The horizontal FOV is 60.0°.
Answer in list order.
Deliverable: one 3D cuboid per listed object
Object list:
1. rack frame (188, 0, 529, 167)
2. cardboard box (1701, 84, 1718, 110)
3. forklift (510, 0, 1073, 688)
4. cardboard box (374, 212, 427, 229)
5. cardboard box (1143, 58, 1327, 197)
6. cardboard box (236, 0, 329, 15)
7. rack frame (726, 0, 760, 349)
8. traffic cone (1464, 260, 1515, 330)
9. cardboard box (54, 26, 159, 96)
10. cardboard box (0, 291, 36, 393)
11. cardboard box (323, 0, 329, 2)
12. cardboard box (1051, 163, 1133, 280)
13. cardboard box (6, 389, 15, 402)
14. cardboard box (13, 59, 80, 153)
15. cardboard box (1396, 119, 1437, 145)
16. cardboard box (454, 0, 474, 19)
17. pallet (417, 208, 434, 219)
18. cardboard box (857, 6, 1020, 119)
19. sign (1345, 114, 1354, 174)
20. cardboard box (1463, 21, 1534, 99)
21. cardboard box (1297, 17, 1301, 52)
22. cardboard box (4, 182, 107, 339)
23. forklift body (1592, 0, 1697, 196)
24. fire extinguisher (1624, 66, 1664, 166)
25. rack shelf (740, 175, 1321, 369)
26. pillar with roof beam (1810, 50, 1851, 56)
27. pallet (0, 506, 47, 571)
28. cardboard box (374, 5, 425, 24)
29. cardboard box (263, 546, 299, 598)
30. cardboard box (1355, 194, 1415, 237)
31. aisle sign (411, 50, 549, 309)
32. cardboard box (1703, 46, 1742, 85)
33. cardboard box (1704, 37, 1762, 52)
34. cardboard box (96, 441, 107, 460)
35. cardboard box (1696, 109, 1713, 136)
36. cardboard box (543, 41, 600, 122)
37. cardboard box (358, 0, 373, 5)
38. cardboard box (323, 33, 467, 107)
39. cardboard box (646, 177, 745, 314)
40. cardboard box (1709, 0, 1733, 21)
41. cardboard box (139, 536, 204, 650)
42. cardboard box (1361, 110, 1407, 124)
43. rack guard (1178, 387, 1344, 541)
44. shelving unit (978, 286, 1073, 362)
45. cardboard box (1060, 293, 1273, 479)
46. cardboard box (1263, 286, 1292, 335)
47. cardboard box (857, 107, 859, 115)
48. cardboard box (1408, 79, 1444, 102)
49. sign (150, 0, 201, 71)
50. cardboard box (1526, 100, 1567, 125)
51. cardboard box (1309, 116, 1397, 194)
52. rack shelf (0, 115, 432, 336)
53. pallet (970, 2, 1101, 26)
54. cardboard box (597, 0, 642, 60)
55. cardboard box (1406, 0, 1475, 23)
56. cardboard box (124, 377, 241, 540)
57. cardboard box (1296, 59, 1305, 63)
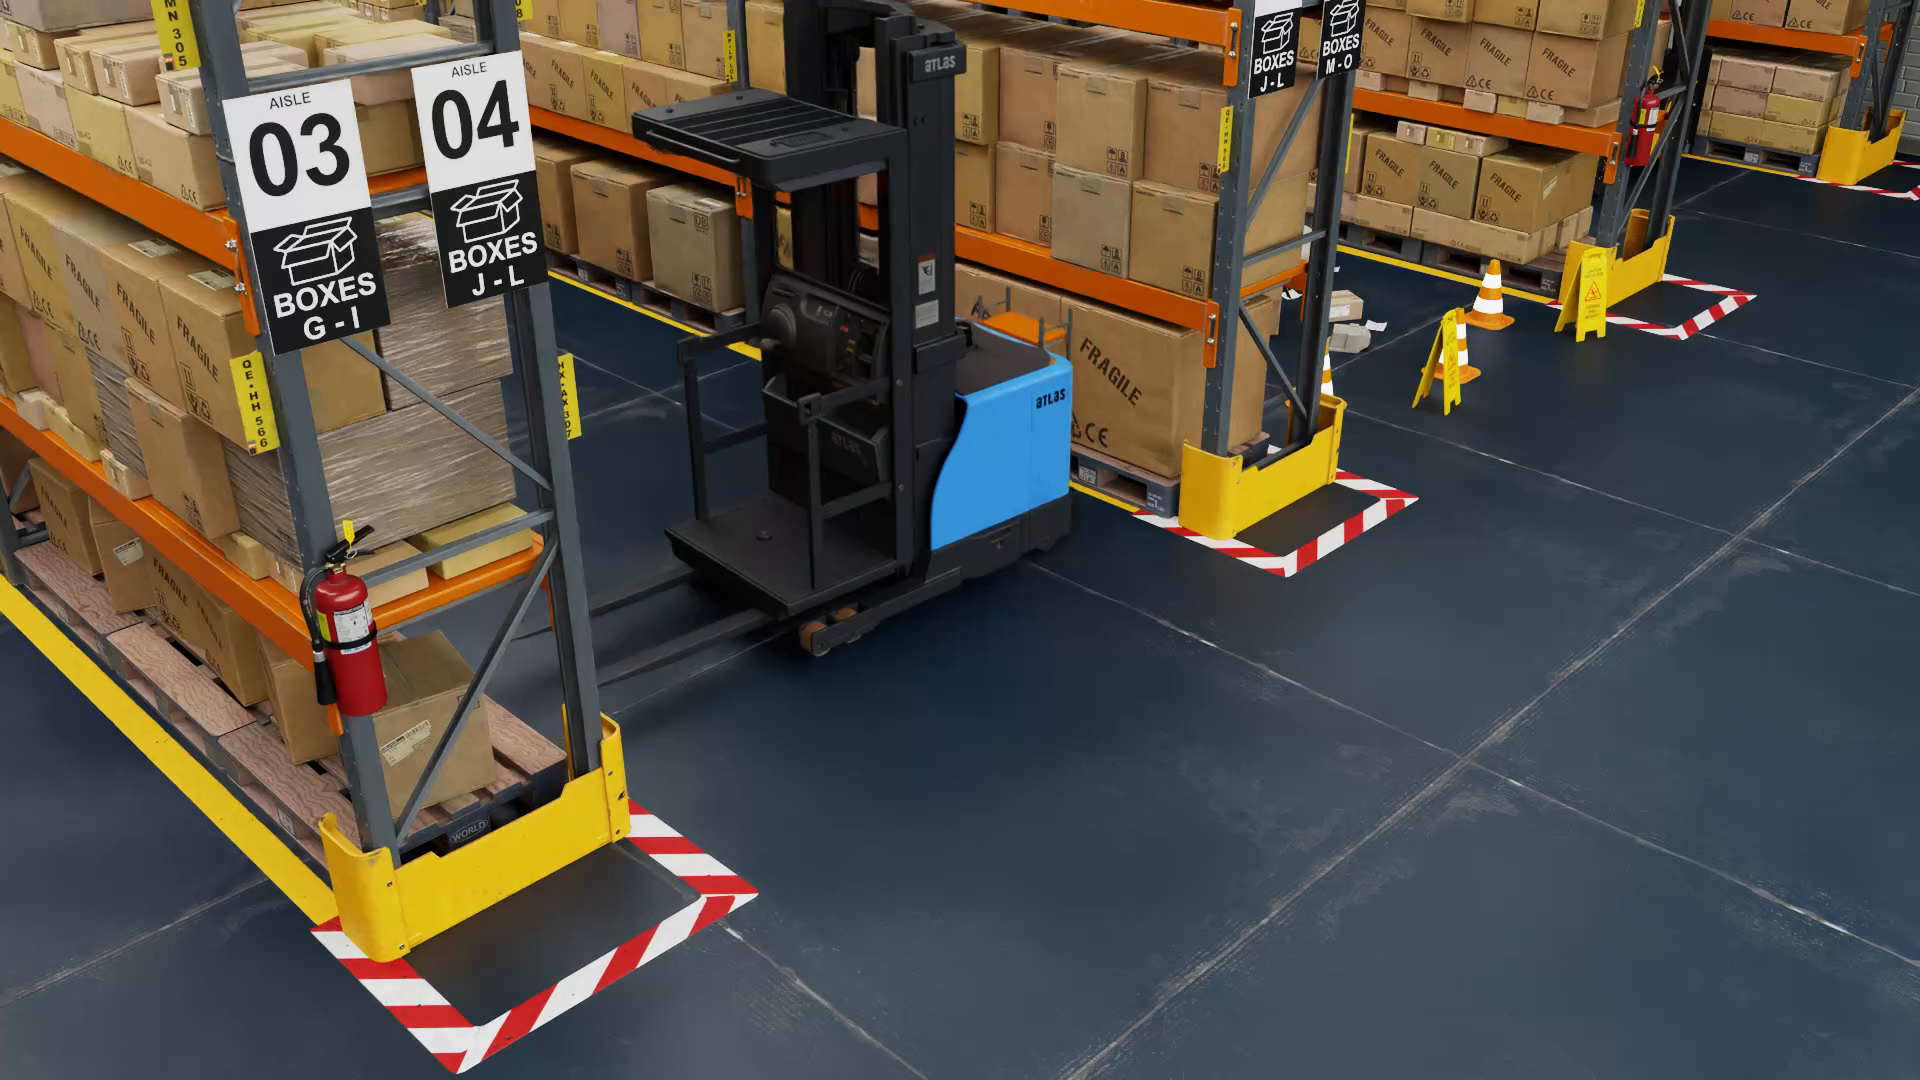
[{"bbox_3d":[-1.826,-2.610,4.545,0.127,3.000,1.000,25,36,38],"label":"rack frame"},{"bbox_3d":[7.300,-4.466,16.487,0.500,0.250,0.500,24,36,37],"label":"cardboard box"},{"bbox_3d":[-0.821,-1.002,8.006,3.031,2.935,1.130,-23,35,-36],"label":"forklift"},{"bbox_3d":[-2.379,-1.009,6.444,0.500,0.500,0.500,25,36,38],"label":"cardboard box"},{"bbox_3d":[1.486,-2.246,8.978,0.550,0.550,0.875,25,36,38],"label":"cardboard box"},{"bbox_3d":[-2.558,-1.911,6.171,0.250,0.149,0.380,24,36,38],"label":"cardboard box"},{"bbox_3d":[-1.129,-2.873,11.491,0.127,3.000,1.000,25,36,38],"label":"rack frame"},{"bbox_3d":[3.911,-1.833,12.239,0.334,0.463,0.336,25,36,38],"label":"traffic cone"},{"bbox_3d":[-2.814,-1.631,5.638,0.250,0.149,0.380,25,37,39],"label":"cardboard box"},{"bbox_3d":[-4.069,-1.094,7.680,0.500,0.500,0.875,25,36,38],"label":"cardboard box"},{"bbox_3d":[-5.387,-4.730,14.522,0.250,0.149,0.380,24,36,38],"label":"cardboard box"},{"bbox_3d":[1.020,-1.913,9.503,0.550,0.550,0.875,25,36,38],"label":"cardboard box"},{"bbox_3d":[-4.184,-0.742,7.709,0.250,0.149,0.380,25,36,38],"label":"cardboard box"},{"bbox_3d":[-3.065,-1.621,6.048,0.500,0.250,0.500,-24,36,-38],"label":"cardboard box"},{"bbox_3d":[3.695,-3.274,13.253,0.380,0.149,0.250,-23,36,-37],"label":"cardboard box"},{"bbox_3d":[-3.668,-4.515,13.433,0.500,0.500,0.700,24,36,38],"label":"cardboard box"},{"bbox_3d":[-4.537,-3.200,15.108,1.213,0.211,1.003,25,36,38],"label":"pallet"},{"bbox_3d":[-0.127,-2.923,10.265,0.550,0.550,0.875,25,36,38],"label":"cardboard box"},{"bbox_3d":[2.117,-2.169,9.136,0.005,0.325,0.100,25,36,38],"label":"sign"},{"bbox_3d":[4.188,-3.670,12.580,0.500,0.500,0.500,25,36,38],"label":"cardboard box"},{"bbox_3d":[2.762,-4.333,13.840,0.500,0.500,0.500,24,36,38],"label":"cardboard box"},{"bbox_3d":[-3.457,-1.162,6.736,0.500,0.500,0.500,25,36,38],"label":"cardboard box"},{"bbox_3d":[5.968,-4.530,15.554,1.214,2.155,2.313,25,36,38],"label":"forklift body"},{"bbox_3d":[4.880,-3.019,11.852,0.183,0.674,0.296,25,36,38],"label":"fire extinguisher"},{"bbox_3d":[0.297,-1.902,10.418,4.000,0.370,1.077,25,36,38],"label":"rack shelf"},{"bbox_3d":[5.716,-6.645,12.219,0.400,9.000,9.100,25,36,38],"label":"pillar with roof beam"},{"bbox_3d":[-5.234,-0.280,9.555,1.213,0.211,1.003,25,36,38],"label":"pallet"},{"bbox_3d":[-4.653,-4.395,13.884,0.380,0.149,0.250,-24,36,-38],"label":"cardboard box"},{"bbox_3d":[-2.352,0.050,6.202,0.250,0.149,0.380,25,36,38],"label":"cardboard box"},{"bbox_3d":[3.616,-2.728,13.718,0.500,0.250,0.500,23,35,37],"label":"cardboard box"},{"bbox_3d":[-1.571,-1.185,5.487,0.004,0.787,0.394,25,36,38],"label":"aisle sign"},{"bbox_3d":[7.317,-4.676,16.349,0.500,0.250,0.500,-25,37,-39],"label":"cardboard box"},{"bbox_3d":[7.681,-4.852,16.683,0.500,0.250,0.500,24,36,38],"label":"cardboard box"},{"bbox_3d":[-3.447,-0.428,7.110,0.250,0.149,0.380,25,36,38],"label":"cardboard box"},{"bbox_3d":[7.344,-4.241,16.596,0.500,0.250,0.500,-25,37,-39],"label":"cardboard box"},{"bbox_3d":[-2.773,-3.494,12.564,0.500,0.500,0.500,24,36,38],"label":"cardboard box"},{"bbox_3d":[-4.829,-4.607,13.968,0.250,0.149,0.380,24,36,38],"label":"cardboard box"},{"bbox_3d":[-1.860,-1.559,5.502,0.250,0.149,0.380,24,36,38],"label":"cardboard box"},{"bbox_3d":[-1.634,-2.236,12.246,0.750,0.750,1.050,24,36,38],"label":"cardboard box"},{"bbox_3d":[7.335,-5.349,16.093,0.500,0.500,0.500,24,36,37],"label":"cardboard box"},{"bbox_3d":[-3.509,0.165,7.948,0.500,0.500,0.500,21,34,34],"label":"cardboard box"},{"bbox_3d":[3.608,-3.414,14.218,0.500,0.500,0.500,-23,35,-37],"label":"cardboard box"},{"bbox_3d":[1.741,-0.454,9.576,0.348,0.500,1.175,25,36,38],"label":"rack guard"},{"bbox_3d":[0.356,-0.781,9.446,0.258,1.200,0.503,-23,35,-37],"label":"shelving unit"},{"bbox_3d":[1.194,-1.013,9.785,0.875,0.875,0.875,25,37,39],"label":"cardboard box"},{"bbox_3d":[2.094,-1.872,12.269,0.637,0.503,0.797,2,28,4],"label":"cardboard box"},{"bbox_3d":[-0.449,-2.651,10.908,0.550,0.550,0.875,25,36,38],"label":"cardboard box"},{"bbox_3d":[3.744,-3.578,13.101,0.250,0.149,0.380,24,36,38],"label":"cardboard box"},{"bbox_3d":[-2.229,-1.497,4.699,0.005,0.325,0.100,25,36,38],"label":"sign"},{"bbox_3d":[4.447,-3.230,12.439,0.250,0.149,0.380,24,36,38],"label":"cardboard box"},{"bbox_3d":[3.260,-3.227,13.862,0.500,0.500,0.500,-23,35,-37],"label":"cardboard box"},{"bbox_3d":[-3.252,-1.617,6.652,4.000,0.370,1.077,25,36,38],"label":"rack shelf"},{"bbox_3d":[0.858,-5.137,16.002,1.213,0.211,1.003,25,36,38],"label":"pallet"},{"bbox_3d":[-2.215,-3.852,12.171,0.500,0.500,0.700,25,37,39],"label":"cardboard box"},{"bbox_3d":[3.813,-4.256,12.620,0.500,0.500,0.700,24,36,38],"label":"cardboard box"},{"bbox_3d":[-2.639,-0.443,6.442,0.500,0.500,0.875,25,36,38],"label":"cardboard box"},{"bbox_3d":[2.849,-3.995,13.894,0.380,0.149,0.250,-24,36,-38],"label":"cardboard box"}]
